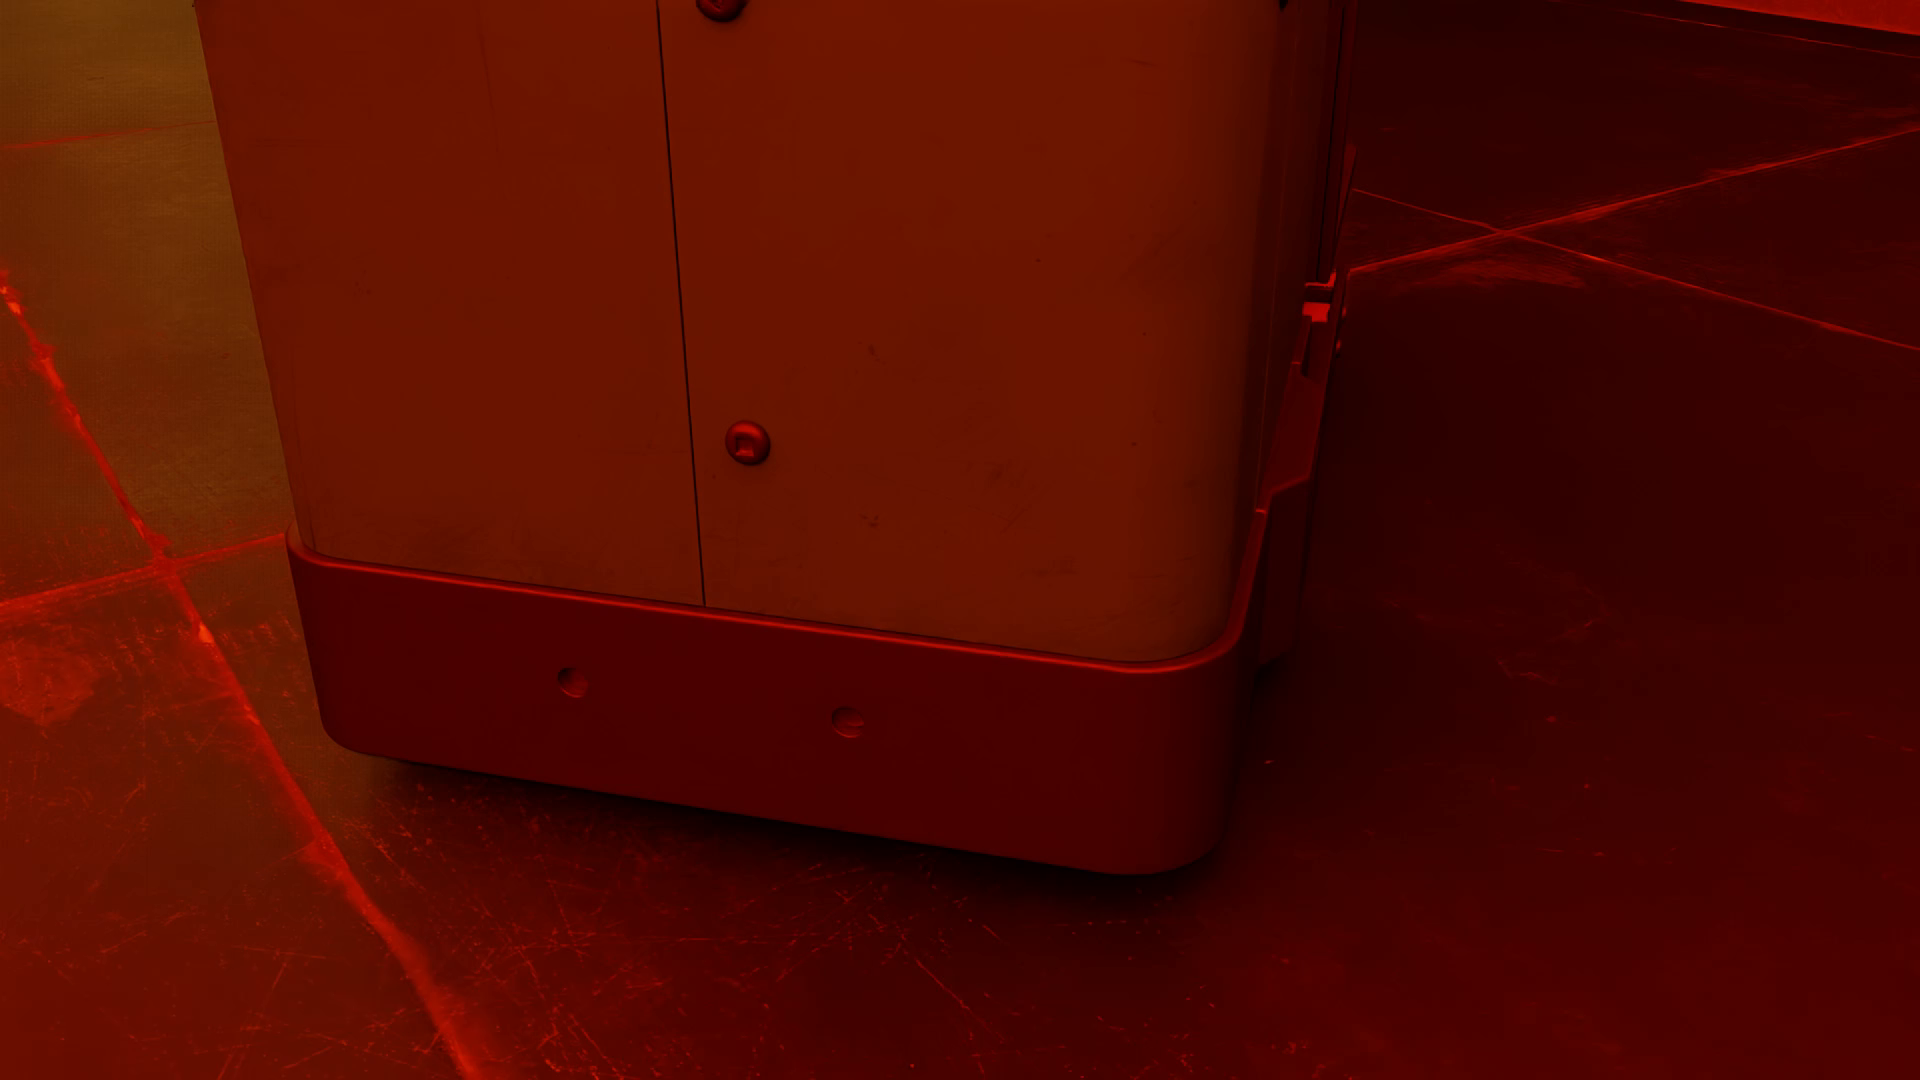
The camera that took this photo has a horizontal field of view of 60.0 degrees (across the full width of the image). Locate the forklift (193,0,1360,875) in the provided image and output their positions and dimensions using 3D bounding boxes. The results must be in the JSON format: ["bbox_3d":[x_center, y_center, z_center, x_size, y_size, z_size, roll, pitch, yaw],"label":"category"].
[{"bbox_3d":[0.126,-1.614,2.449,1.130,2.935,3.031,7,27,13],"label":"forklift"}]
